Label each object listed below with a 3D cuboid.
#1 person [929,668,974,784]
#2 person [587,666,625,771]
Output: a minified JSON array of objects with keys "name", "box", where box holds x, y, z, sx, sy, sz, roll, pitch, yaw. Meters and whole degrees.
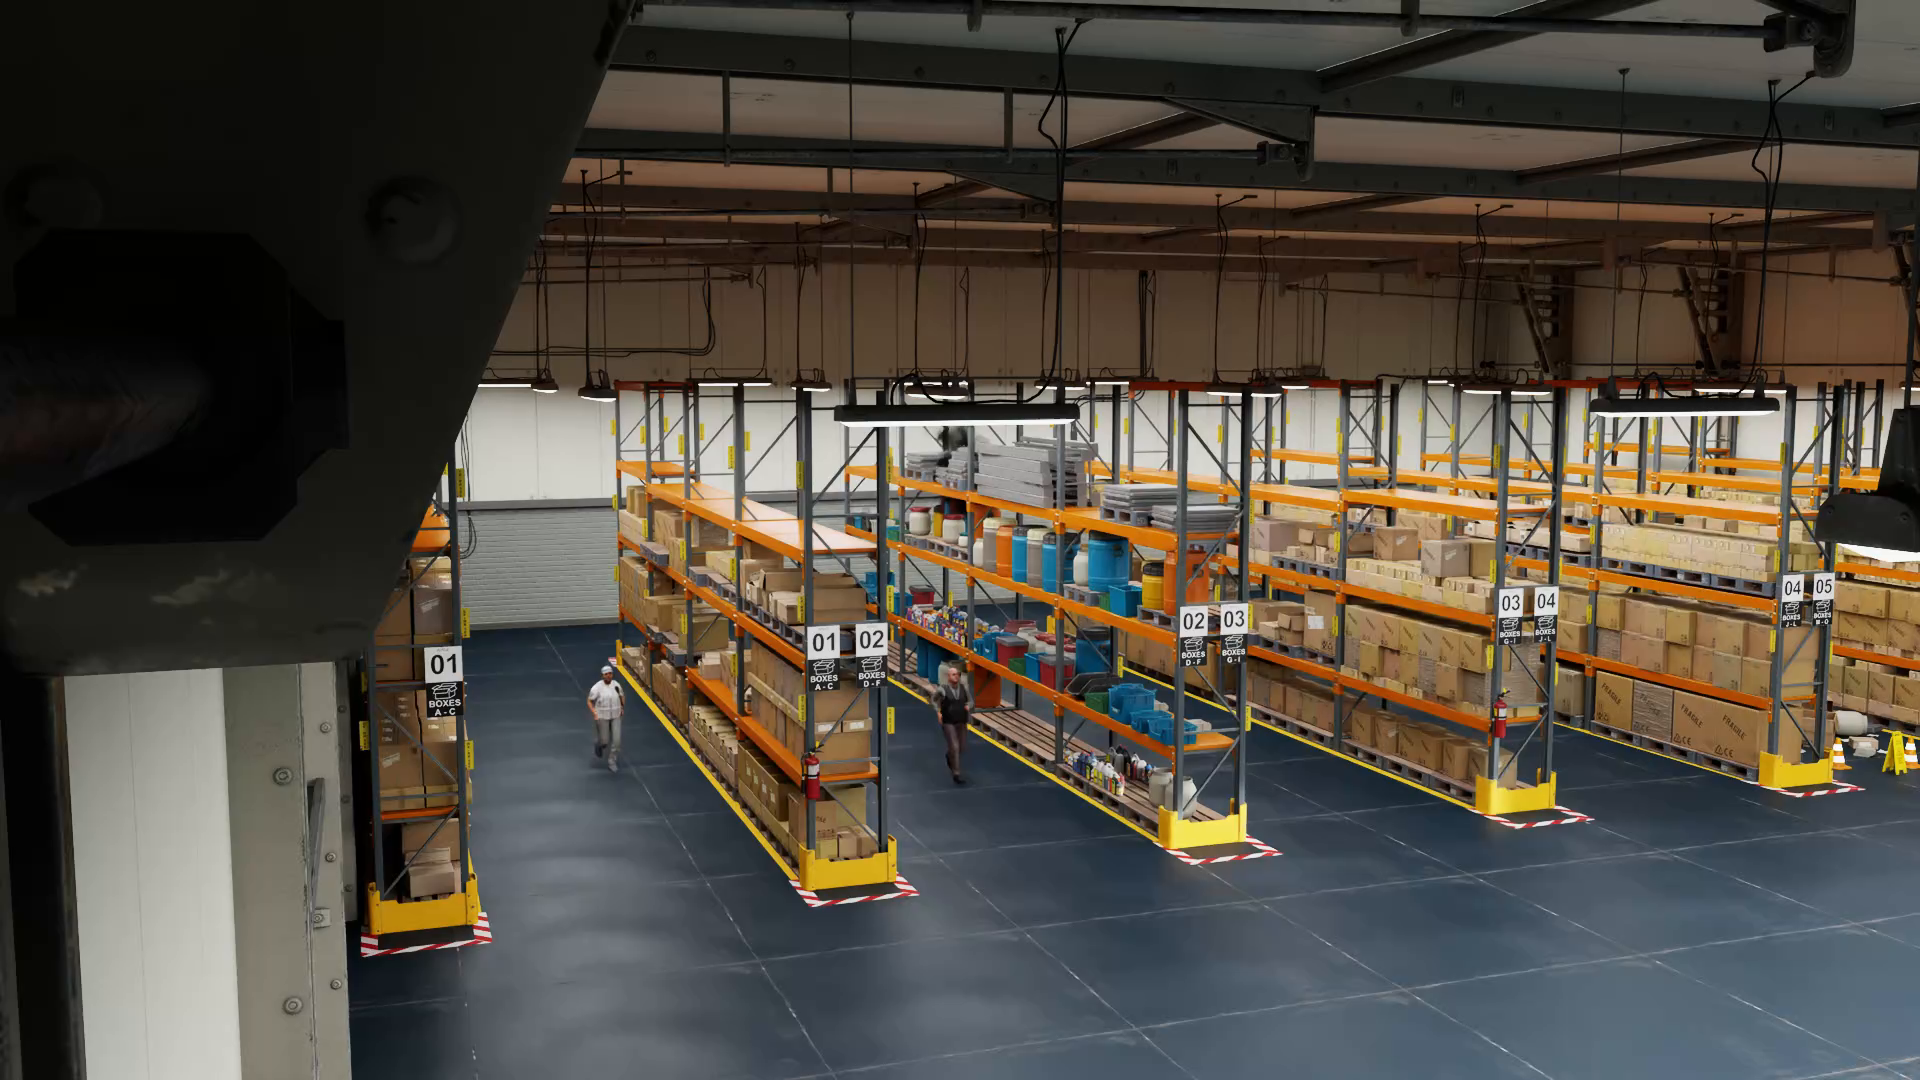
[{"name":"person","box":[-0.099,2.800,25.354,0.667,1.699,0.915,-3,7,-23]},{"name":"person","box":[-5.530,2.777,26.094,0.616,1.630,0.612,-3,7,-29]}]
